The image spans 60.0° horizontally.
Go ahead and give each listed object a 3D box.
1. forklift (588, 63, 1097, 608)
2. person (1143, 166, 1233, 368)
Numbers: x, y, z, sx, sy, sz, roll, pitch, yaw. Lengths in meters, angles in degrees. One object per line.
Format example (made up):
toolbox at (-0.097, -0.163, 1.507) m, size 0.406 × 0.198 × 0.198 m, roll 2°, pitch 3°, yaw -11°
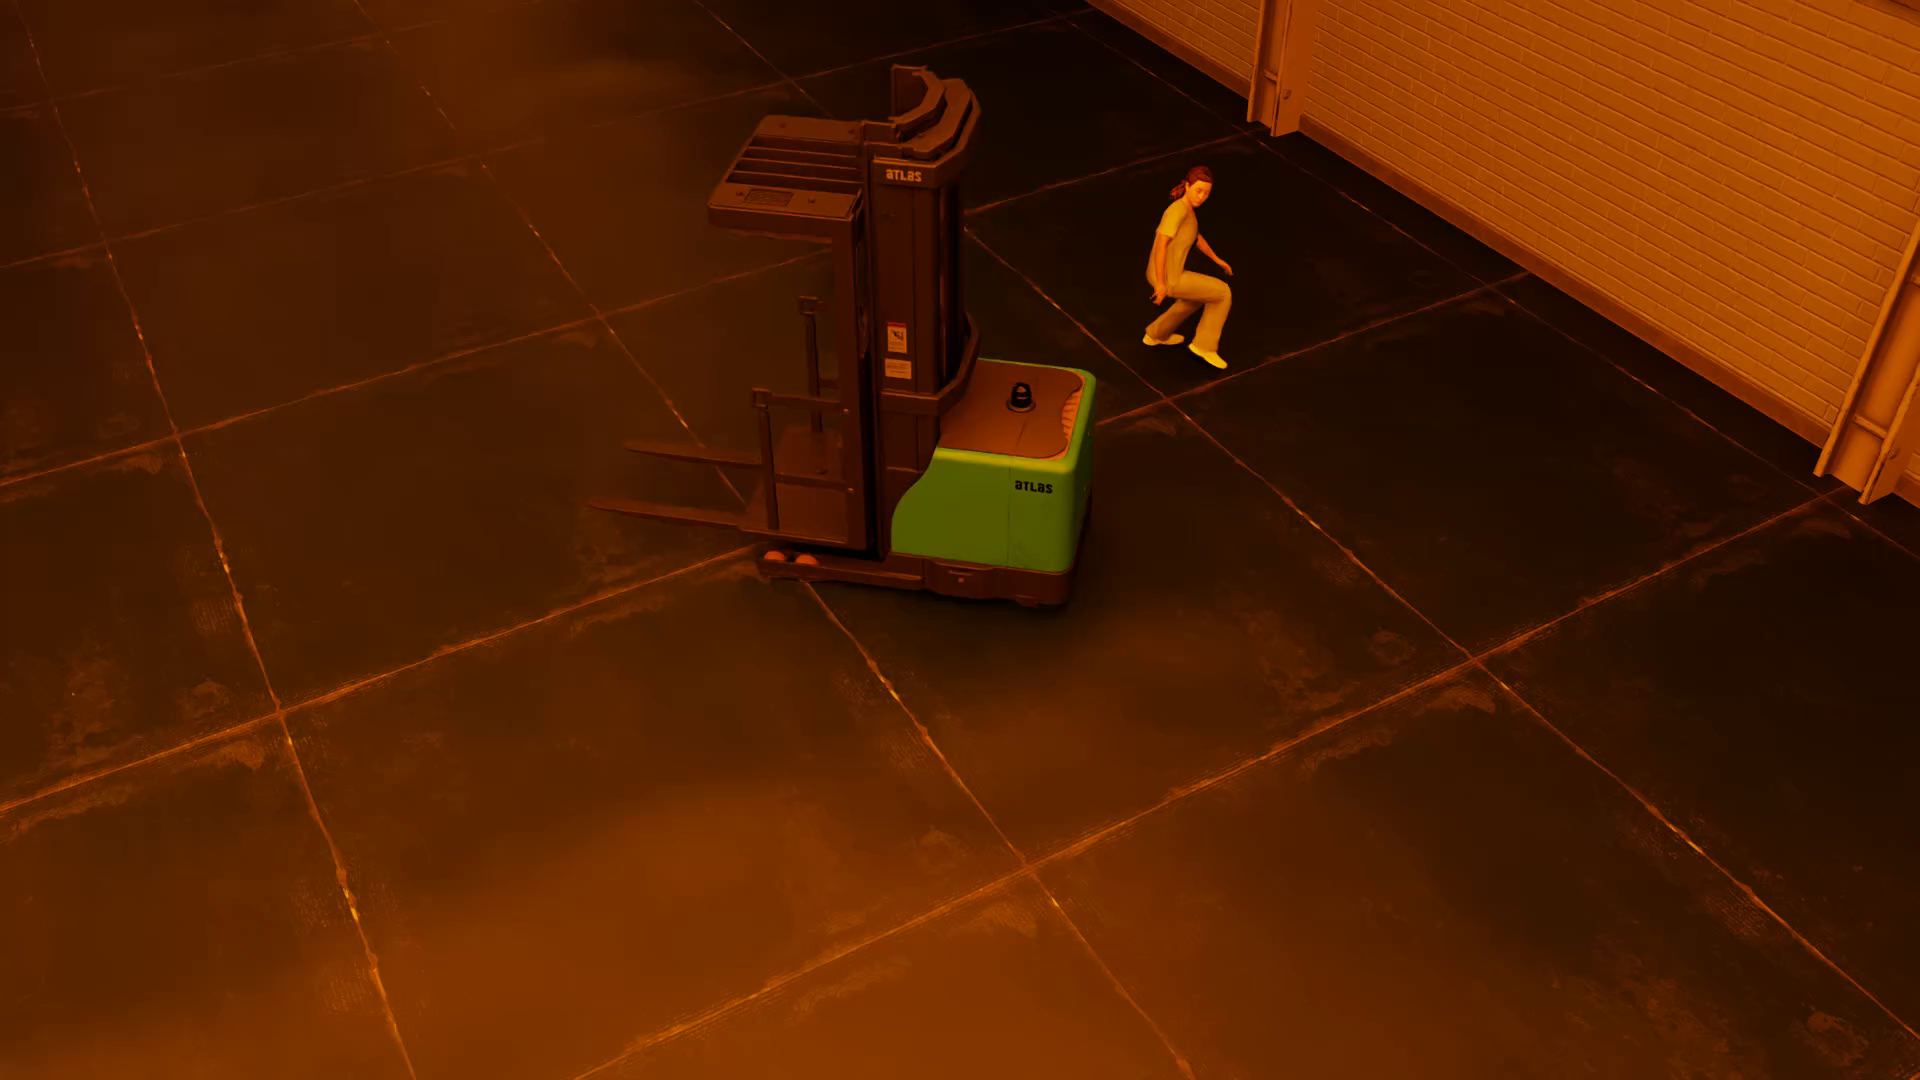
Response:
forklift at (-0.747, -1.196, 9.478) m, size 3.031 × 2.935 × 1.130 m, roll 7°, pitch 40°, yaw 9°
person at (1.595, -1.841, 11.443) m, size 0.642 × 1.453 × 0.674 m, roll -1°, pitch 40°, yaw -1°
